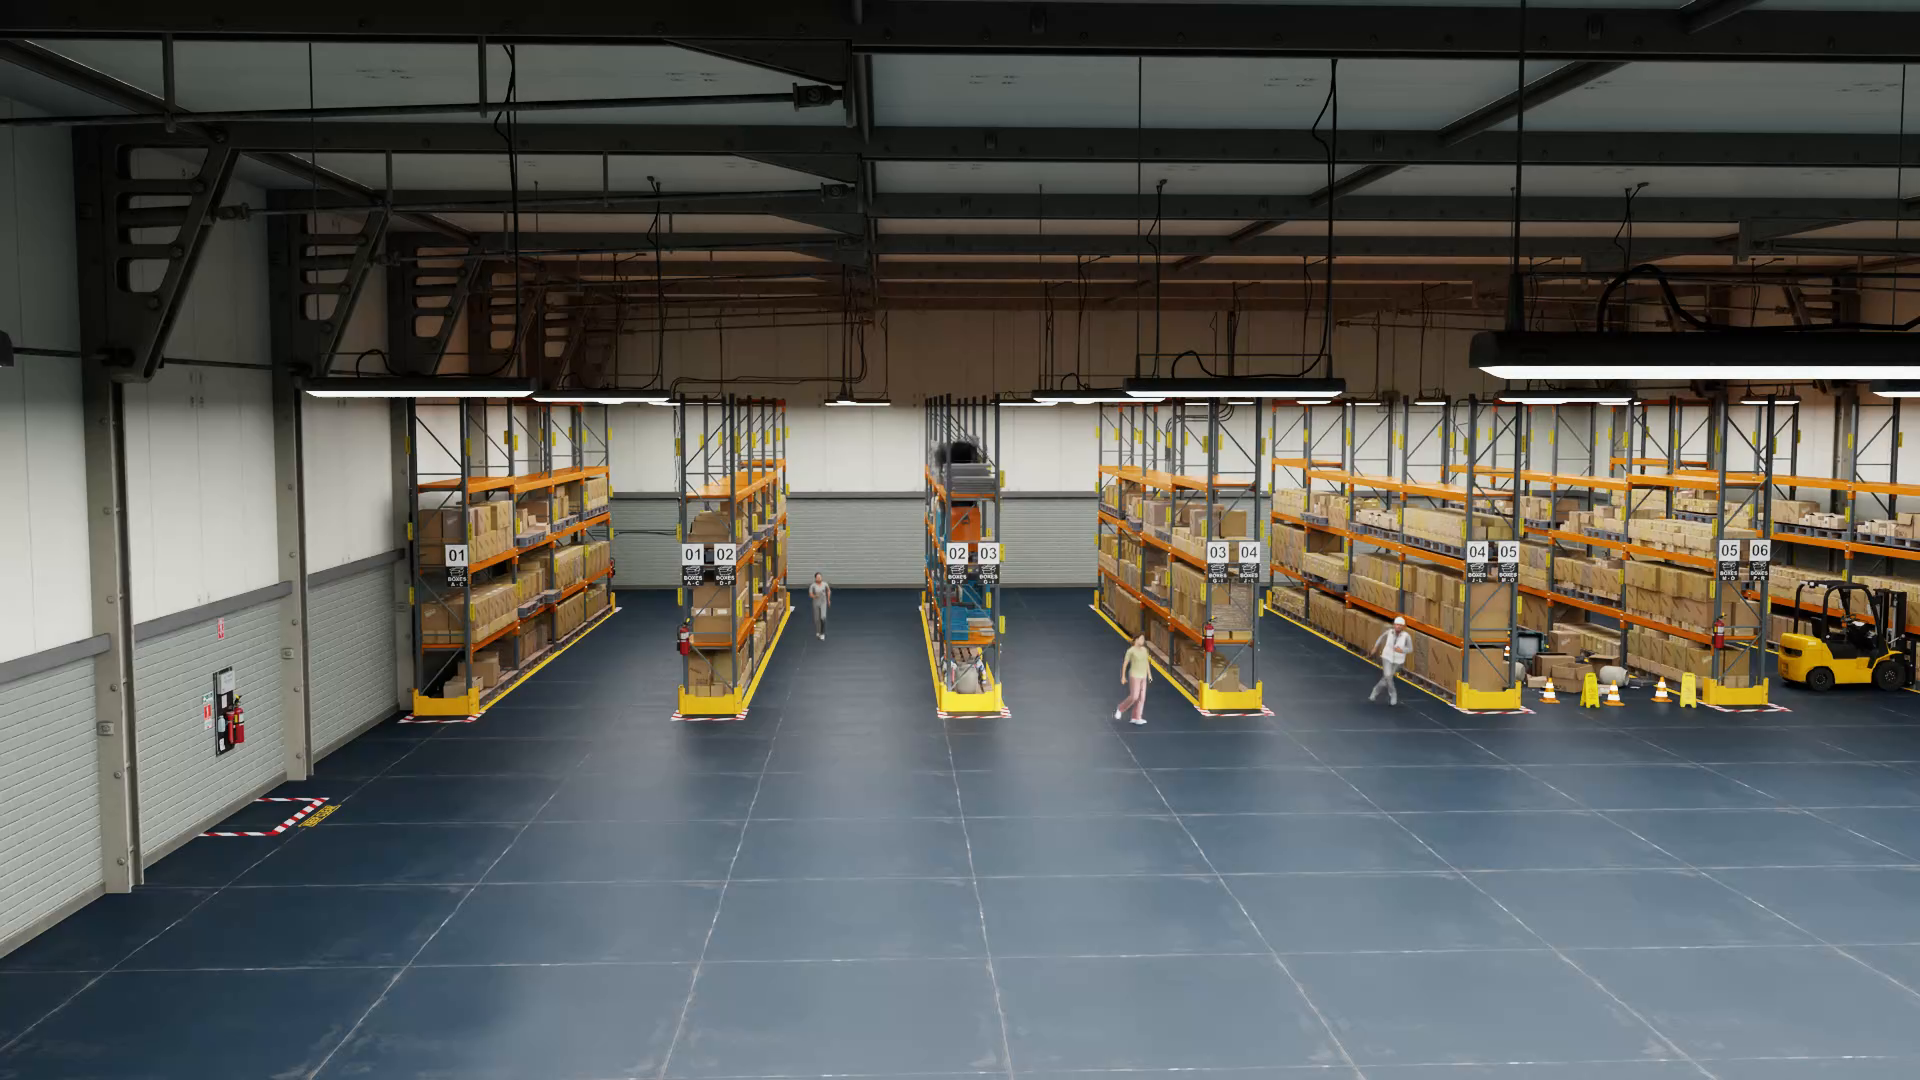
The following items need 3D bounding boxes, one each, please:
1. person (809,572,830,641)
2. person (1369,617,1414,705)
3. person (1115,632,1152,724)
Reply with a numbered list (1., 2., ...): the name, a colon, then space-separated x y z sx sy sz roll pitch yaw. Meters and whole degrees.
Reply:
1. person: -3.470 1.641 41.159 0.523 1.691 0.794 0 5 -5
2. person: 8.360 2.315 32.214 0.767 1.692 0.709 0 5 5
3. person: 3.132 2.498 30.222 0.595 1.669 0.523 -4 6 -39
